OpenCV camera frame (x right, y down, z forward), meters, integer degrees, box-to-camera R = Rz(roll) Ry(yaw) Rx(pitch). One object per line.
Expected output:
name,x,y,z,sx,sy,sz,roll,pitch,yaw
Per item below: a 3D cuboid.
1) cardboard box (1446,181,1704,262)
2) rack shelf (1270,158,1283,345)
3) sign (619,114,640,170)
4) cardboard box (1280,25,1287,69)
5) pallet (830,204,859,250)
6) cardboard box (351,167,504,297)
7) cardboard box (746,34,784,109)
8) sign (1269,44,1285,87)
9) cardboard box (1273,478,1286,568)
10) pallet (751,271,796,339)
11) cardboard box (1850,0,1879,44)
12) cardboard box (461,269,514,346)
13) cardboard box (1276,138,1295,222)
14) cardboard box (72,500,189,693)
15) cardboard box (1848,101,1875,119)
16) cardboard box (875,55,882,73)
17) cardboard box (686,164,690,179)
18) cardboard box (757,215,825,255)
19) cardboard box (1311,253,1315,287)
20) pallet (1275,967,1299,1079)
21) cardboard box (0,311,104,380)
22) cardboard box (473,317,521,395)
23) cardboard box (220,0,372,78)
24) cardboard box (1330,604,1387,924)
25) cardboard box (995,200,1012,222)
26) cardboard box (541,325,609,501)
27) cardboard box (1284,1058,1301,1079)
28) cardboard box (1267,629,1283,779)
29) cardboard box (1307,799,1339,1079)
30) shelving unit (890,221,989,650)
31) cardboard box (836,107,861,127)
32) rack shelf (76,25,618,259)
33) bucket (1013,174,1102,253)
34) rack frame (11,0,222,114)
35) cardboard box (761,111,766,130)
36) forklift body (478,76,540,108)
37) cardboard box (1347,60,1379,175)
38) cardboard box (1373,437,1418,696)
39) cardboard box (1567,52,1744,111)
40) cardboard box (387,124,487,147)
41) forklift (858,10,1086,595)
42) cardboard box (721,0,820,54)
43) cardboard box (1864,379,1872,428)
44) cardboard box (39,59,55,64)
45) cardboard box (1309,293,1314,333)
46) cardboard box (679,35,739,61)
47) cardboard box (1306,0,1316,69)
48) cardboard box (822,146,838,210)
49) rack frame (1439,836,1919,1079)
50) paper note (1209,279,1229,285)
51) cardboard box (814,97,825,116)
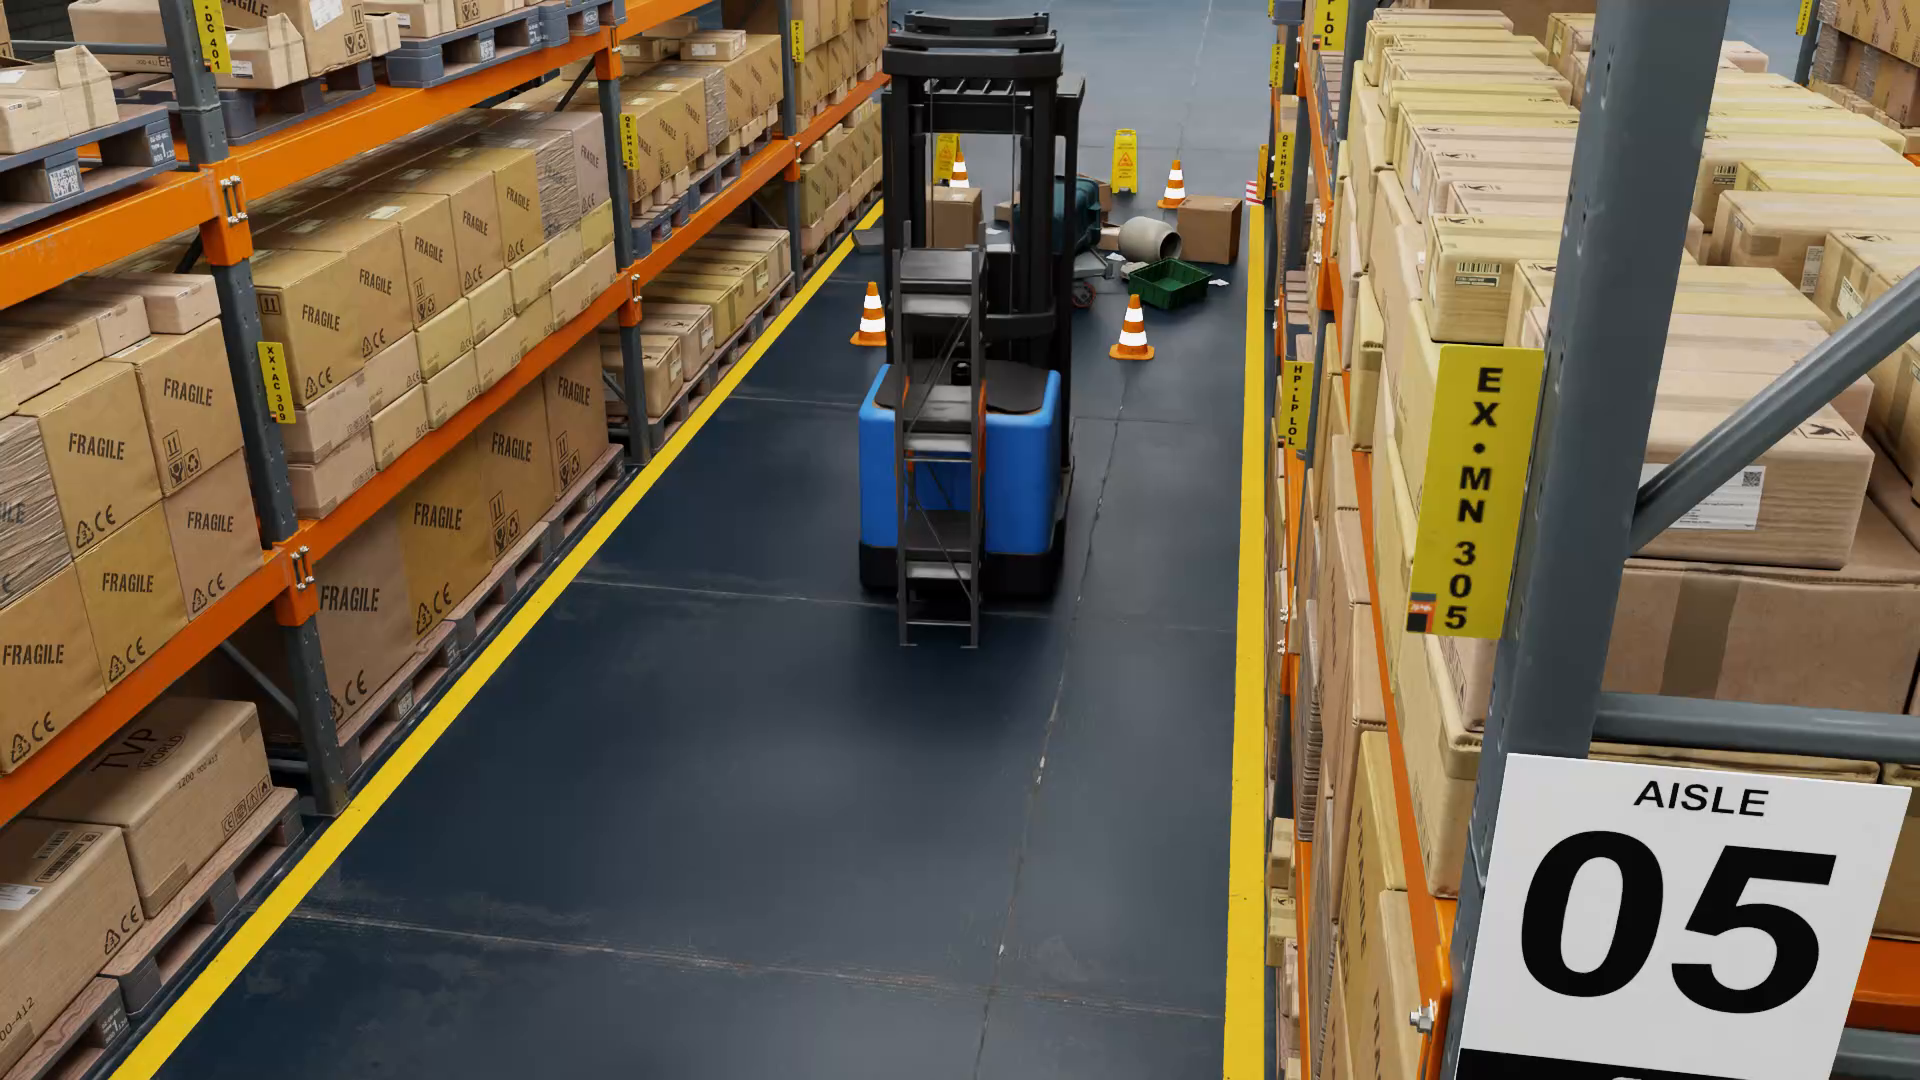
cardboard box,1.055,-0.519,2.899,0.380,0.149,0.250,3,25,7
rack shelf,2.710,-2.095,11.536,1.077,0.370,4.000,4,25,9
sign,-1.969,-2.372,9.914,0.100,0.325,0.005,4,25,9
cardboard box,3.106,-4.204,13.743,0.875,0.550,0.550,4,25,9
pallet,-1.592,-3.090,16.103,1.003,0.211,1.213,4,25,9
cardboard box,-2.597,-1.515,8.151,0.500,0.500,0.500,4,25,8
cardboard box,-1.713,-3.719,13.193,0.500,0.500,0.500,4,25,8
sign,2.489,-3.723,13.051,0.100,0.325,0.005,4,25,9
cardboard box,1.771,-0.074,7.939,0.500,0.250,0.500,3,25,6
pallet,-1.989,-1.969,13.708,1.003,0.211,1.213,4,25,9
cardboard box,8.039,-4.548,14.280,0.500,0.500,0.500,4,25,9
cardboard box,-2.574,-1.176,8.311,0.500,0.250,0.500,3,25,7
cardboard box,2.436,-2.469,11.368,0.500,0.500,0.500,4,25,9
cardboard box,-3.073,0.170,5.731,0.500,0.500,0.500,3,25,7
cardboard box,7.944,-3.707,14.428,0.380,0.149,0.250,4,25,9
cardboard box,-0.992,-4.832,16.832,0.380,0.149,0.250,4,25,8
cardboard box,-2.083,-2.531,11.421,0.380,0.149,0.250,6,26,12
cardboard box,-1.501,-2.731,14.794,0.500,0.250,0.500,3,25,6
cardboard box,2.023,-1.382,8.614,0.380,0.149,0.250,3,25,7
pallet,1.654,1.635,6.008,1.003,0.211,1.213,4,25,9
cardboard box,-3.108,-0.647,5.531,0.380,0.149,0.250,4,25,9
cardboard box,-2.565,-0.948,8.414,0.500,0.250,0.500,4,25,8
cardboard box,-2.741,-2.155,6.663,0.500,0.500,0.500,4,25,8
cardboard box,1.064,0.490,3.516,0.500,0.500,0.500,5,26,11
cardboard box,0.569,-3.252,16.522,0.380,0.149,0.250,19,31,35
cardboard box,-2.712,-0.830,9.995,0.875,0.875,0.875,4,25,8
cardboard box,1.178,1.728,5.036,0.380,0.149,0.250,4,25,8
cardboard box,1.601,0.704,7.162,0.500,0.500,0.500,4,25,8
cardboard box,1.057,0.948,3.717,0.500,0.500,0.500,4,25,9
shelving unit,-0.091,-0.496,8.320,0.431,2.100,0.503,2,26,4
cardboard box,-1.166,-4.083,16.033,0.380,0.149,0.250,5,26,11
rack shelf,-2.844,-2.081,7.968,1.077,0.370,4.000,4,25,9
bucket,0.784,-2.680,14.005,0.726,0.611,0.620,13,38,26
rack frame,-3.171,-2.929,5.393,1.000,3.000,0.127,4,25,9
cardboard box,-1.736,-3.291,13.043,0.380,0.149,0.250,3,25,7
forklift body,-4.618,-4.269,16.334,2.313,2.155,1.214,4,25,9
cardboard box,1.414,-1.244,4.918,0.500,0.250,0.500,5,26,10
cardboard box,0.965,0.049,2.747,0.500,0.250,0.500,4,25,9
cardboard box,1.757,-1.141,4.228,0.380,0.149,0.250,5,26,10
cardboard box,-2.911,-1.986,9.156,0.500,0.500,0.500,4,25,9
forklift,0.140,-1.625,9.765,1.130,2.935,3.031,3,25,6
cardboard box,-1.578,-4.360,13.878,0.700,0.500,0.500,4,25,8
cardboard box,1.488,-0.139,2.558,0.500,0.250,0.500,4,25,8
cardboard box,-7.189,-3.786,13.417,0.380,0.149,0.250,4,25,8
cardboard box,1.980,-1.149,8.468,0.380,0.149,0.250,5,26,11
cardboard box,-1.838,-3.608,12.190,0.380,0.149,0.250,3,25,6
cardboard box,1.952,-2.558,8.021,0.500,0.500,0.500,4,25,9
cardboard box,-1.425,-3.295,15.115,0.500,0.500,0.500,5,26,11
rack frame,1.075,1.762,2.448,1.000,3.000,0.127,4,25,9
paper note,2.253,-2.257,14.535,0.147,0.020,0.142,-14,29,-27
cardboard box,-1.417,-3.877,14.791,0.380,0.149,0.250,5,26,10
